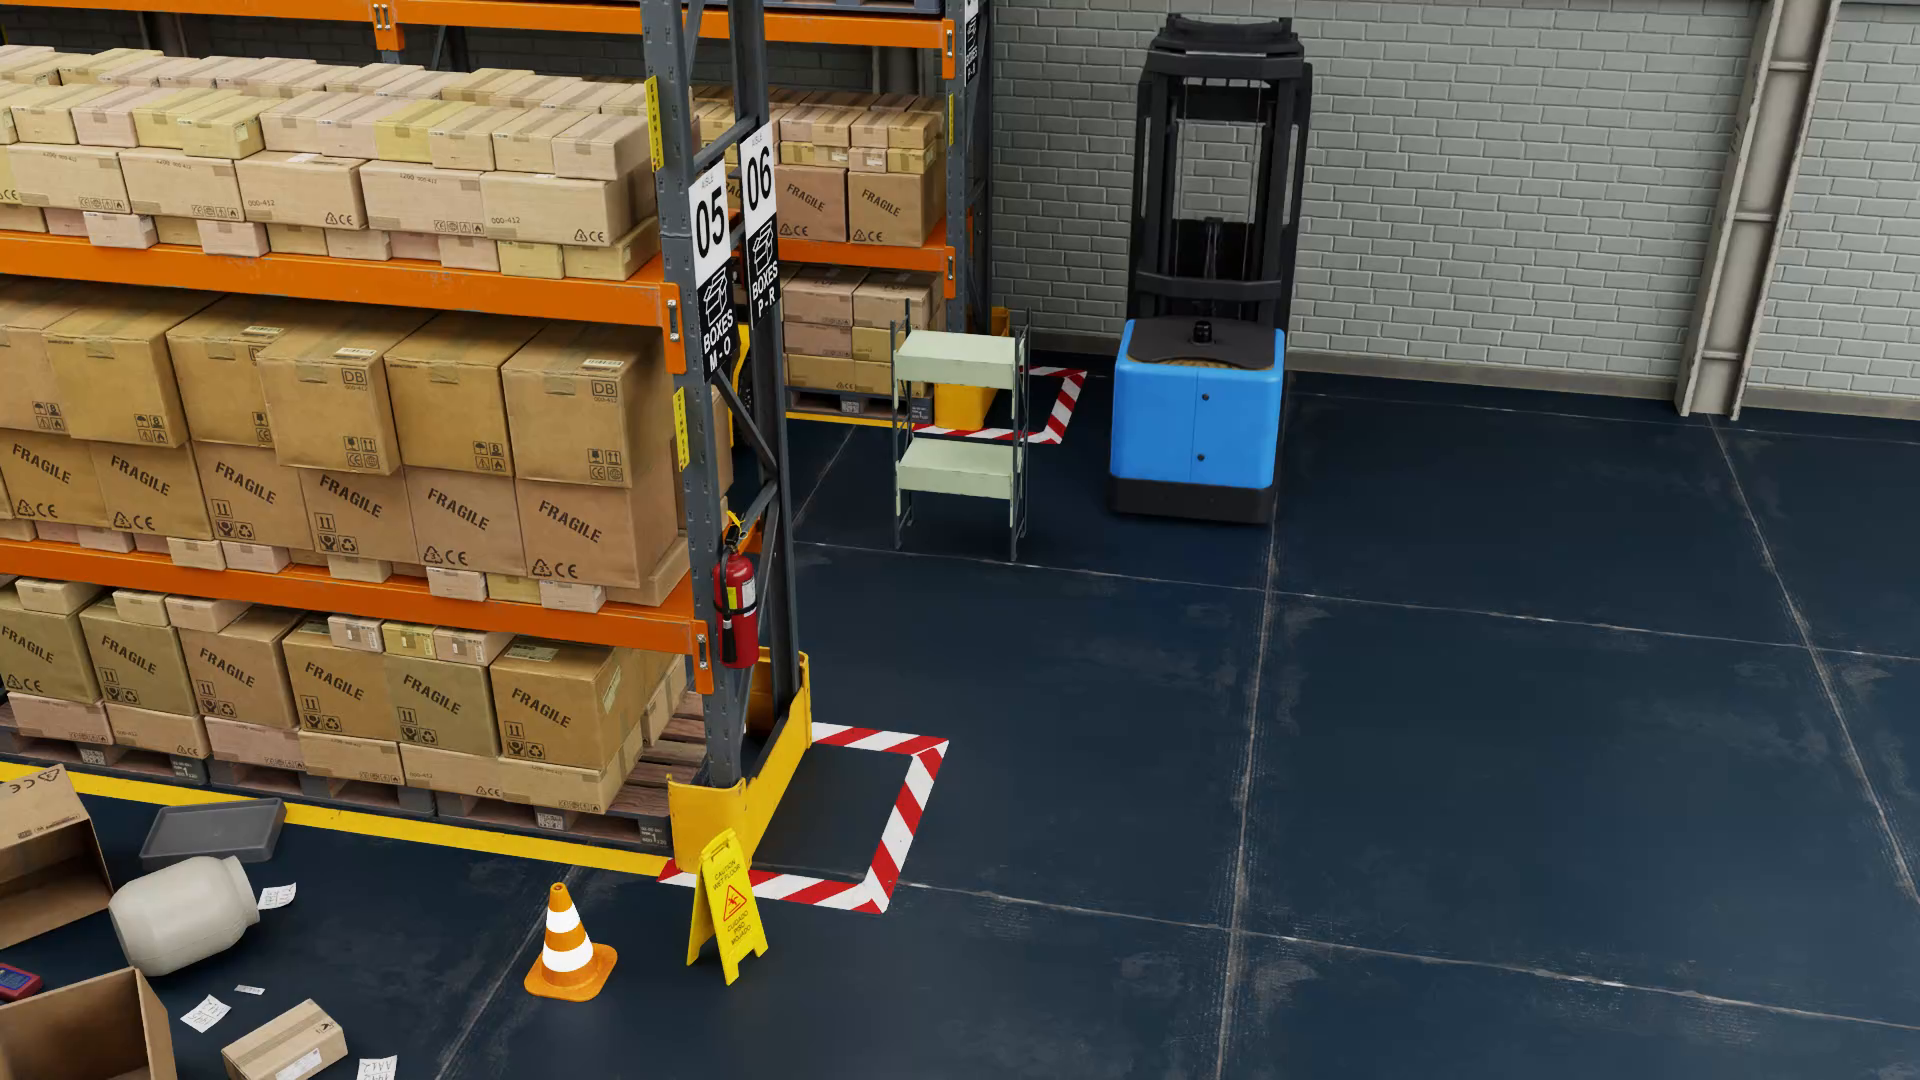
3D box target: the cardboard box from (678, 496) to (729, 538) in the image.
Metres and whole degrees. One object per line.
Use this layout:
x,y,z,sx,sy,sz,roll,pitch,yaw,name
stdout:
-1.250,-0.068,7.674,0.250,0.149,0.380,6,29,11,cardboard box

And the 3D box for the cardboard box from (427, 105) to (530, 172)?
-1.851,-1.558,6.442,0.250,0.149,0.380,6,29,10,cardboard box

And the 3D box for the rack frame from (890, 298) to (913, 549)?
-0.351,-0.694,10.118,0.023,1.500,0.400,6,29,11,rack frame

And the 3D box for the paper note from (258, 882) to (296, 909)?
-3.066,1.597,7.463,0.148,0.019,0.142,-4,29,-7,paper note

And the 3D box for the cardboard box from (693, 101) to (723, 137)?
-1.824,-2.925,11.542,0.250,0.149,0.380,6,29,11,cardboard box

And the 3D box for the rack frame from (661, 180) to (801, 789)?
-0.961,-0.047,7.374,0.127,3.000,1.000,6,29,11,rack frame

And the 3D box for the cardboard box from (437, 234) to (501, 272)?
-1.871,-1.209,6.634,0.250,0.149,0.380,7,29,12,cardboard box

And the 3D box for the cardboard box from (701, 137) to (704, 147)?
-1.811,-2.794,11.613,0.250,0.149,0.380,6,29,10,cardboard box

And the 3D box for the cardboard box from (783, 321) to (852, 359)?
-0.958,-1.533,11.994,0.500,0.250,0.500,6,29,10,cardboard box

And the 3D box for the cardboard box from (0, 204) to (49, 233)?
-3.873,-1.438,7.052,0.250,0.149,0.380,7,29,12,cardboard box

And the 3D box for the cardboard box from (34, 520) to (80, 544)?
-4.108,-0.142,7.810,0.250,0.149,0.380,6,29,10,cardboard box

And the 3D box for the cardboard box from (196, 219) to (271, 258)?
-2.880,-1.290,6.782,0.250,0.149,0.380,6,29,10,cardboard box

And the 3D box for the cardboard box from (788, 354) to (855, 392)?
-0.938,-1.309,12.106,0.500,0.250,0.500,6,29,11,cardboard box

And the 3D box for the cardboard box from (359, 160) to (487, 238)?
-2.007,-1.409,6.585,0.500,0.250,0.500,5,29,10,cardboard box

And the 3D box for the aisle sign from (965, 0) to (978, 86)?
0.075,-3.374,10.744,0.004,0.787,0.394,6,29,11,aisle sign

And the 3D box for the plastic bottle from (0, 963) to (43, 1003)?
-4.002,1.851,6.967,0.283,0.061,0.133,11,31,19,plastic bottle

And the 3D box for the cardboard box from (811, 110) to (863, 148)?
-0.832,-2.798,11.309,0.250,0.149,0.380,7,29,12,cardboard box

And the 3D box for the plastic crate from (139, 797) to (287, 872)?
-3.509,1.375,7.817,0.583,0.080,0.402,-4,29,-7,plastic crate

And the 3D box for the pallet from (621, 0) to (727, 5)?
-1.811,-3.859,11.307,1.213,0.211,1.003,6,29,11,pallet

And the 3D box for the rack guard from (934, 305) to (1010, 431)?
0.095,-1.279,12.228,0.348,0.500,1.175,6,29,11,rack guard

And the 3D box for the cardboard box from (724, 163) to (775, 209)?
-1.471,-2.456,11.670,0.500,0.500,0.500,5,29,10,cardboard box

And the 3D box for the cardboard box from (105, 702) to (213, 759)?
-3.828,0.808,8.238,0.500,0.250,0.500,8,30,13,cardboard box

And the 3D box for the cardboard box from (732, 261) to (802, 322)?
-1.440,-1.789,11.941,0.500,0.250,0.500,6,29,11,cardboard box

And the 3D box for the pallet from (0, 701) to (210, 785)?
-4.209,0.826,8.683,1.213,0.211,1.003,6,29,11,pallet

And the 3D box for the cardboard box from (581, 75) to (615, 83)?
-2.708,-3.287,12.204,0.250,0.149,0.380,5,29,10,cardboard box

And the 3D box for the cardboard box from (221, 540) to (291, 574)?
-3.130,-0.011,7.569,0.250,0.149,0.380,6,29,10,cardboard box

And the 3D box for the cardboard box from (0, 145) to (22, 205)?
-3.993,-1.608,6.949,0.500,0.250,0.500,6,29,10,cardboard box

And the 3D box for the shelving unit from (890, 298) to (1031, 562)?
0.007,-0.657,10.051,0.755,1.500,0.431,6,29,11,shelving unit

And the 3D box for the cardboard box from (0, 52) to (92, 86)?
-4.011,-2.016,7.278,0.250,0.149,0.380,7,29,12,cardboard box

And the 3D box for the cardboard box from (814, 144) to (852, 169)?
-0.823,-2.676,11.397,0.250,0.149,0.380,6,29,12,cardboard box

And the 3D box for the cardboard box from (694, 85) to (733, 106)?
-1.719,-3.140,11.934,0.250,0.149,0.380,6,29,11,cardboard box

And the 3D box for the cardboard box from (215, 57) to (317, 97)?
-2.981,-1.963,7.182,0.250,0.149,0.380,6,29,11,cardboard box

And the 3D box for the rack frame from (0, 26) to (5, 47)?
-7.752,-3.180,13.098,0.127,3.000,1.000,6,29,11,rack frame

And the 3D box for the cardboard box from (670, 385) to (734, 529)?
-1.366,-0.399,7.603,0.500,0.500,0.500,5,29,10,cardboard box

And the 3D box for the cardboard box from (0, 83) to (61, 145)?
-3.865,-1.736,6.767,0.250,0.149,0.380,6,29,10,cardboard box

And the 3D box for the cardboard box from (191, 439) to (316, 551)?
-3.018,-0.310,7.441,0.500,0.500,0.500,6,29,11,cardboard box

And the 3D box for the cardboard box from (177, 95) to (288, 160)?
-2.860,-1.635,6.583,0.250,0.149,0.380,7,29,12,cardboard box

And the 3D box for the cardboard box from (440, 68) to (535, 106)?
-1.977,-1.865,7.003,0.250,0.149,0.380,6,29,10,cardboard box

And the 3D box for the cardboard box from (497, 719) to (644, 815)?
-1.831,1.018,7.855,0.500,0.250,0.500,6,29,10,cardboard box

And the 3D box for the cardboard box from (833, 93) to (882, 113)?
-0.722,-3.033,11.739,0.250,0.149,0.380,6,29,12,cardboard box

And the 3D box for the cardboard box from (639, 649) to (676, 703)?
-1.716,0.433,8.142,0.500,0.500,0.500,5,29,9,cardboard box

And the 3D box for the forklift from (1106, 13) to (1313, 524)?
1.709,-2.077,11.155,1.130,2.935,3.031,5,29,9,forklift

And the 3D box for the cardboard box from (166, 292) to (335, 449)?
-2.979,-0.781,7.259,0.500,0.500,0.700,6,29,10,cardboard box

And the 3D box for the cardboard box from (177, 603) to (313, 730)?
-3.320,0.532,7.962,0.500,0.500,0.500,7,30,13,cardboard box

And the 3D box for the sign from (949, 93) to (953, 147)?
-0.055,-2.736,10.834,0.005,0.325,0.100,6,29,11,sign

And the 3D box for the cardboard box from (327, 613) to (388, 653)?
-2.675,0.345,7.628,0.250,0.149,0.380,7,29,13,cardboard box

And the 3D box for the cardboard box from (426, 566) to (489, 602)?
-2.147,0.106,7.357,0.250,0.149,0.380,6,29,11,cardboard box

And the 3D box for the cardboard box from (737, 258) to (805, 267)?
-1.335,-2.035,12.391,0.500,0.250,0.500,6,29,10,cardboard box

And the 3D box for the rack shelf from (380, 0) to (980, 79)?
-1.884,-3.579,11.451,4.000,0.370,1.077,6,29,11,rack shelf
